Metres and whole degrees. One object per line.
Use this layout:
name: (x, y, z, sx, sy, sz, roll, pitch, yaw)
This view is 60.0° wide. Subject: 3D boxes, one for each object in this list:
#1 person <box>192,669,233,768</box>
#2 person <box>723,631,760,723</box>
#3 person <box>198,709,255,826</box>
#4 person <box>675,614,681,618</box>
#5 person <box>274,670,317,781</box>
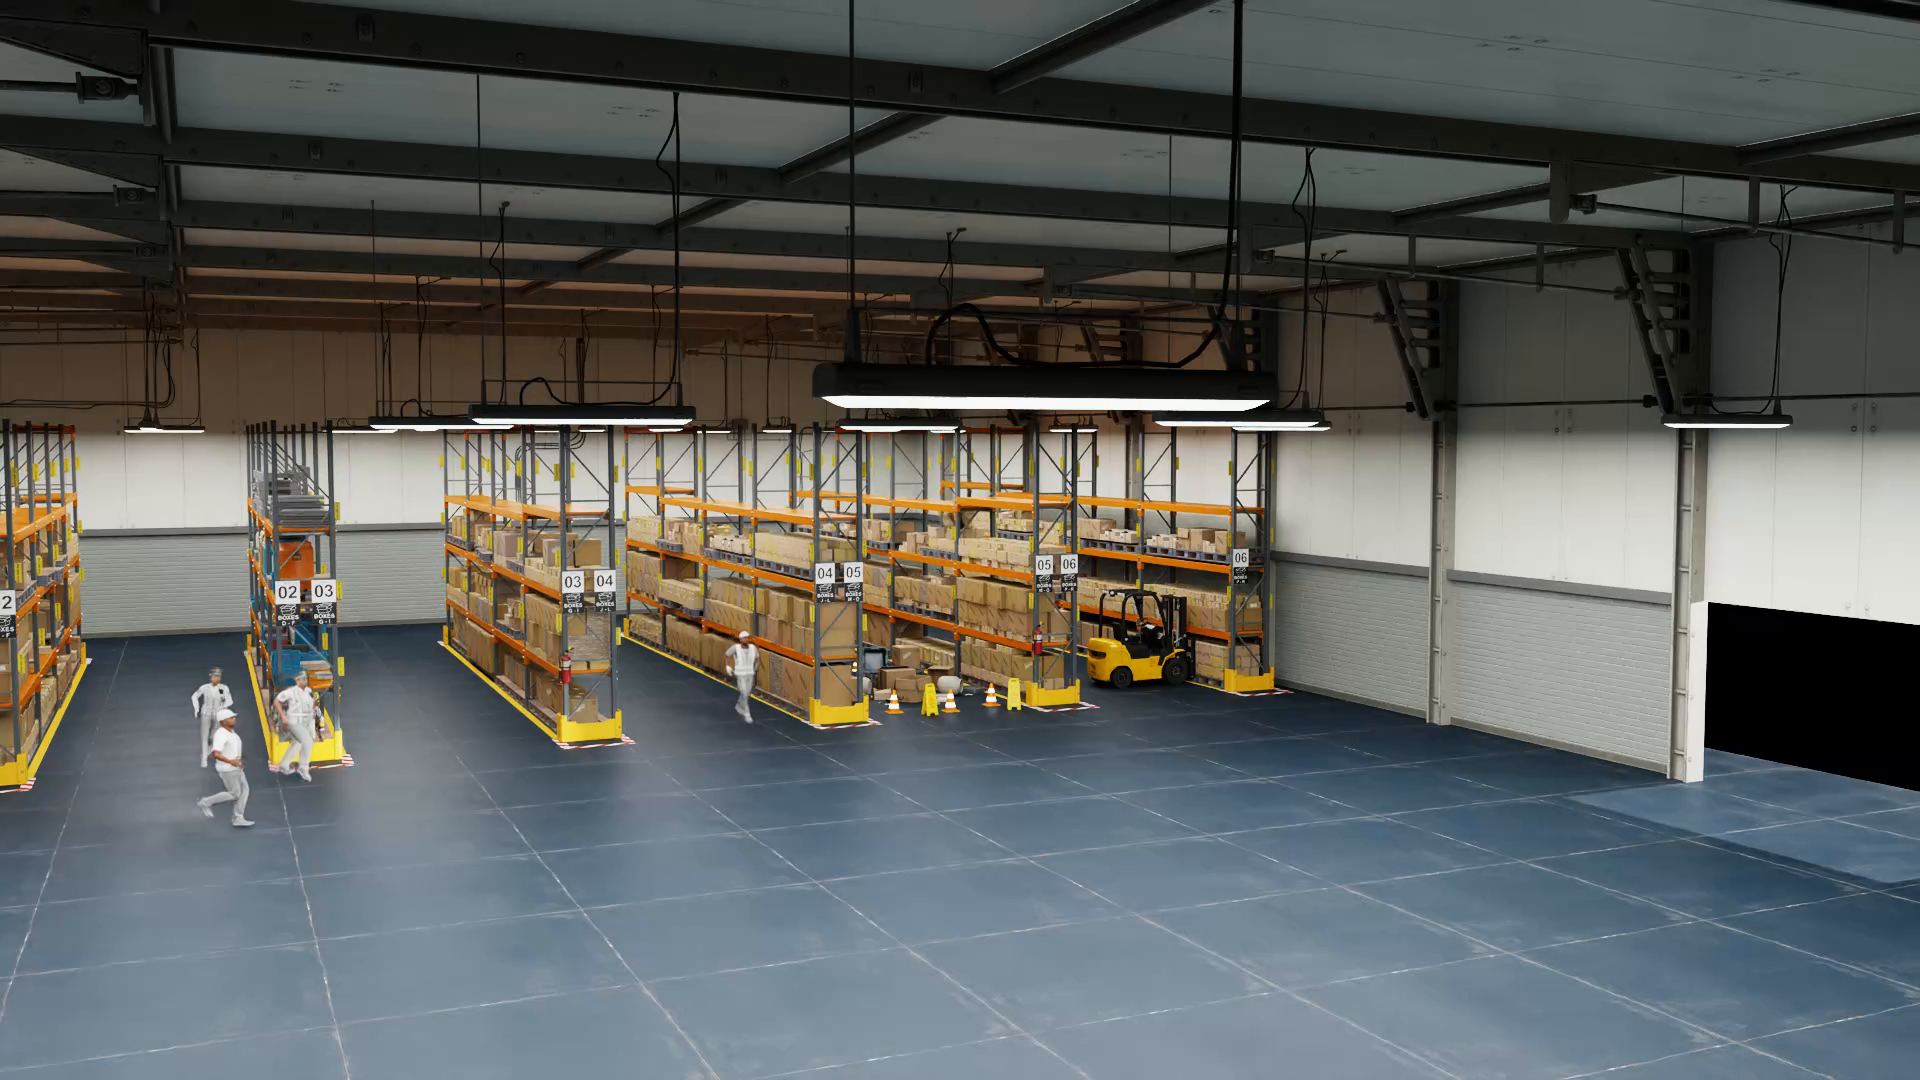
person: (-13.094, 3.086, 29.138, 0.654, 1.686, 0.823, -2, 4, -26)
person: (-4.351, 2.730, 33.532, 0.712, 1.796, 0.935, -2, 4, -33)
person: (-10.745, 3.339, 24.353, 0.758, 1.737, 0.699, -1, 4, -9)
person: (-8.167, 1.865, 48.895, 0.547, 1.629, 0.623, 2, 4, 32)
person: (-11.103, 3.092, 27.910, 0.724, 1.825, 0.647, 1, 4, 11)
